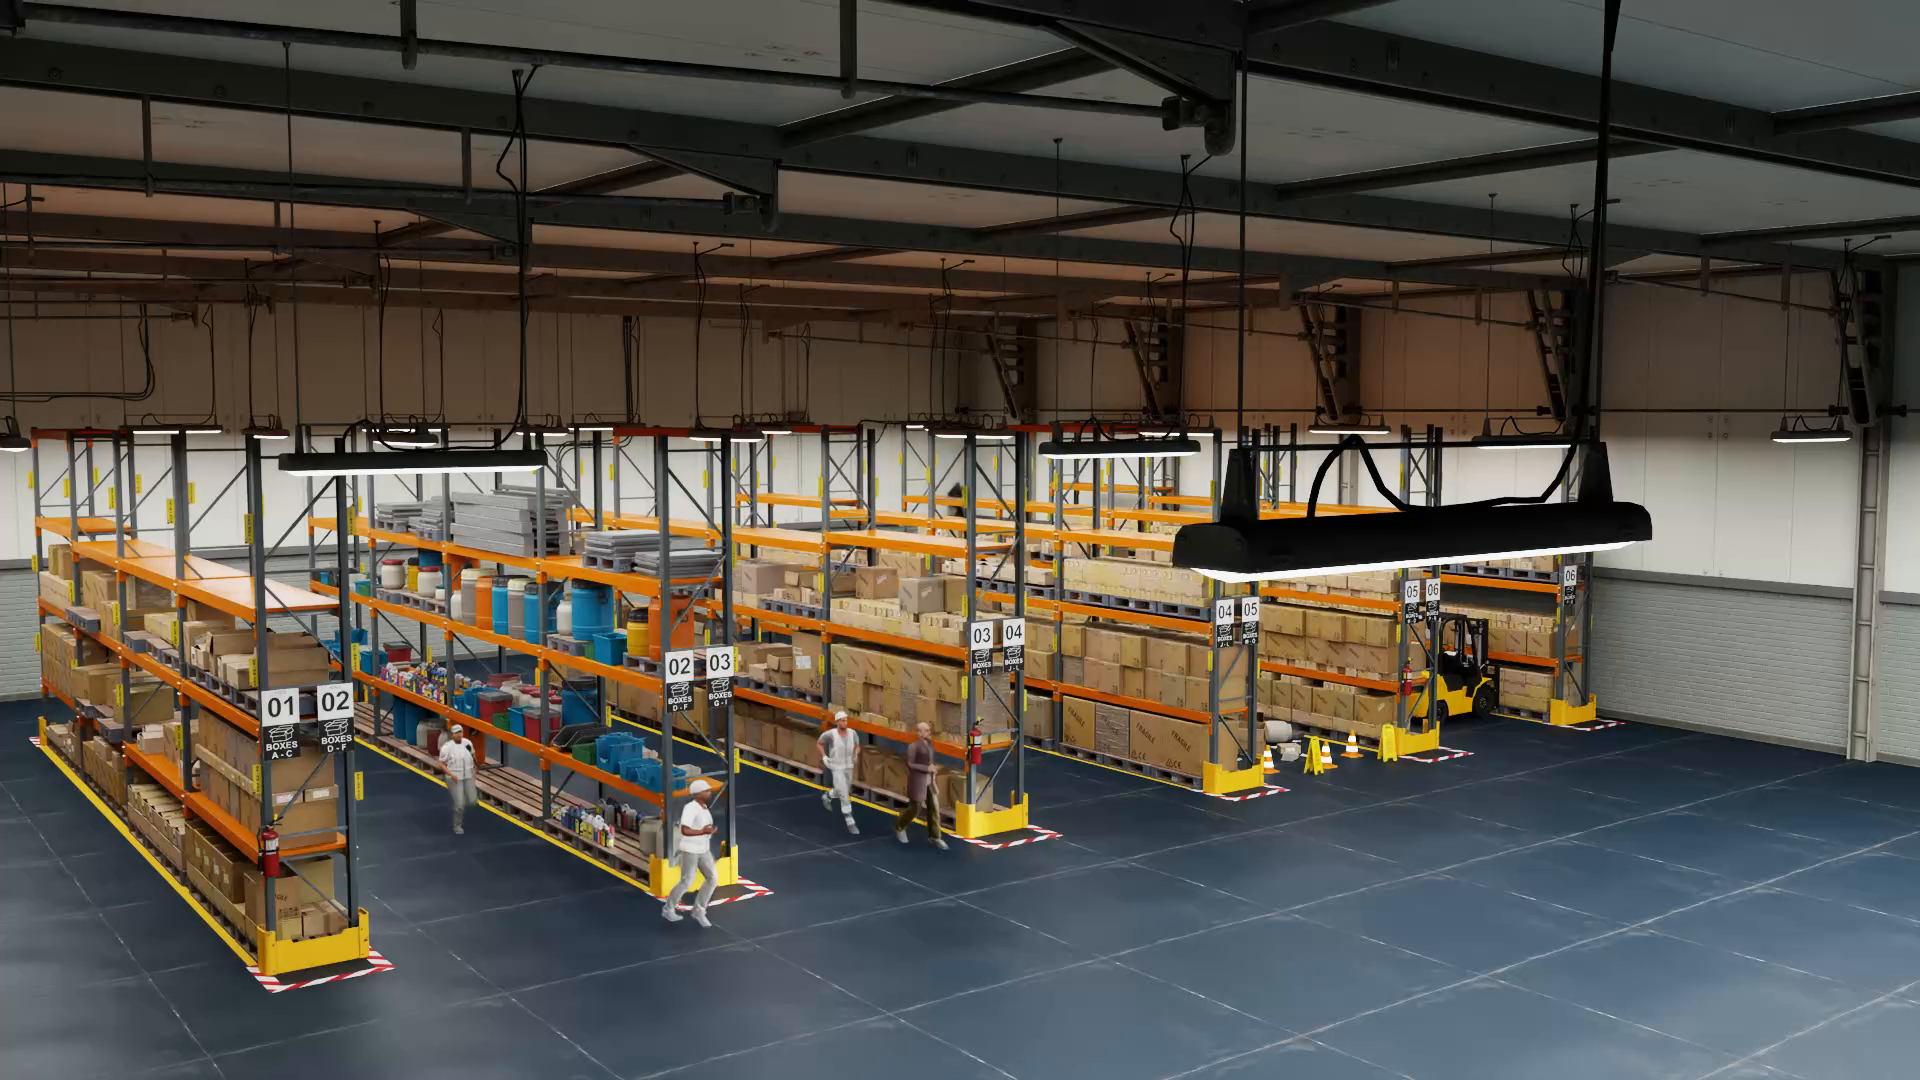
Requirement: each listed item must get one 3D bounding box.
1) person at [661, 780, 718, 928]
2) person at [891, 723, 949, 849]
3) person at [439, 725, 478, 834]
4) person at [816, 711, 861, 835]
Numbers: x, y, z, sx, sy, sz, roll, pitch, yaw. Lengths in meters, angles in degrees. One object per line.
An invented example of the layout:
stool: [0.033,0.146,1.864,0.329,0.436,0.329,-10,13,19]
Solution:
person: [-3.257,3.859,20.555,0.709,1.777,0.703,2,5,20]
person: [-0.577,3.542,24.137,0.929,1.819,0.737,3,5,34]
person: [-7.493,3.570,24.917,0.593,1.634,0.525,-4,6,-39]
person: [-1.800,3.477,25.185,0.626,1.801,1.150,-4,6,-38]
